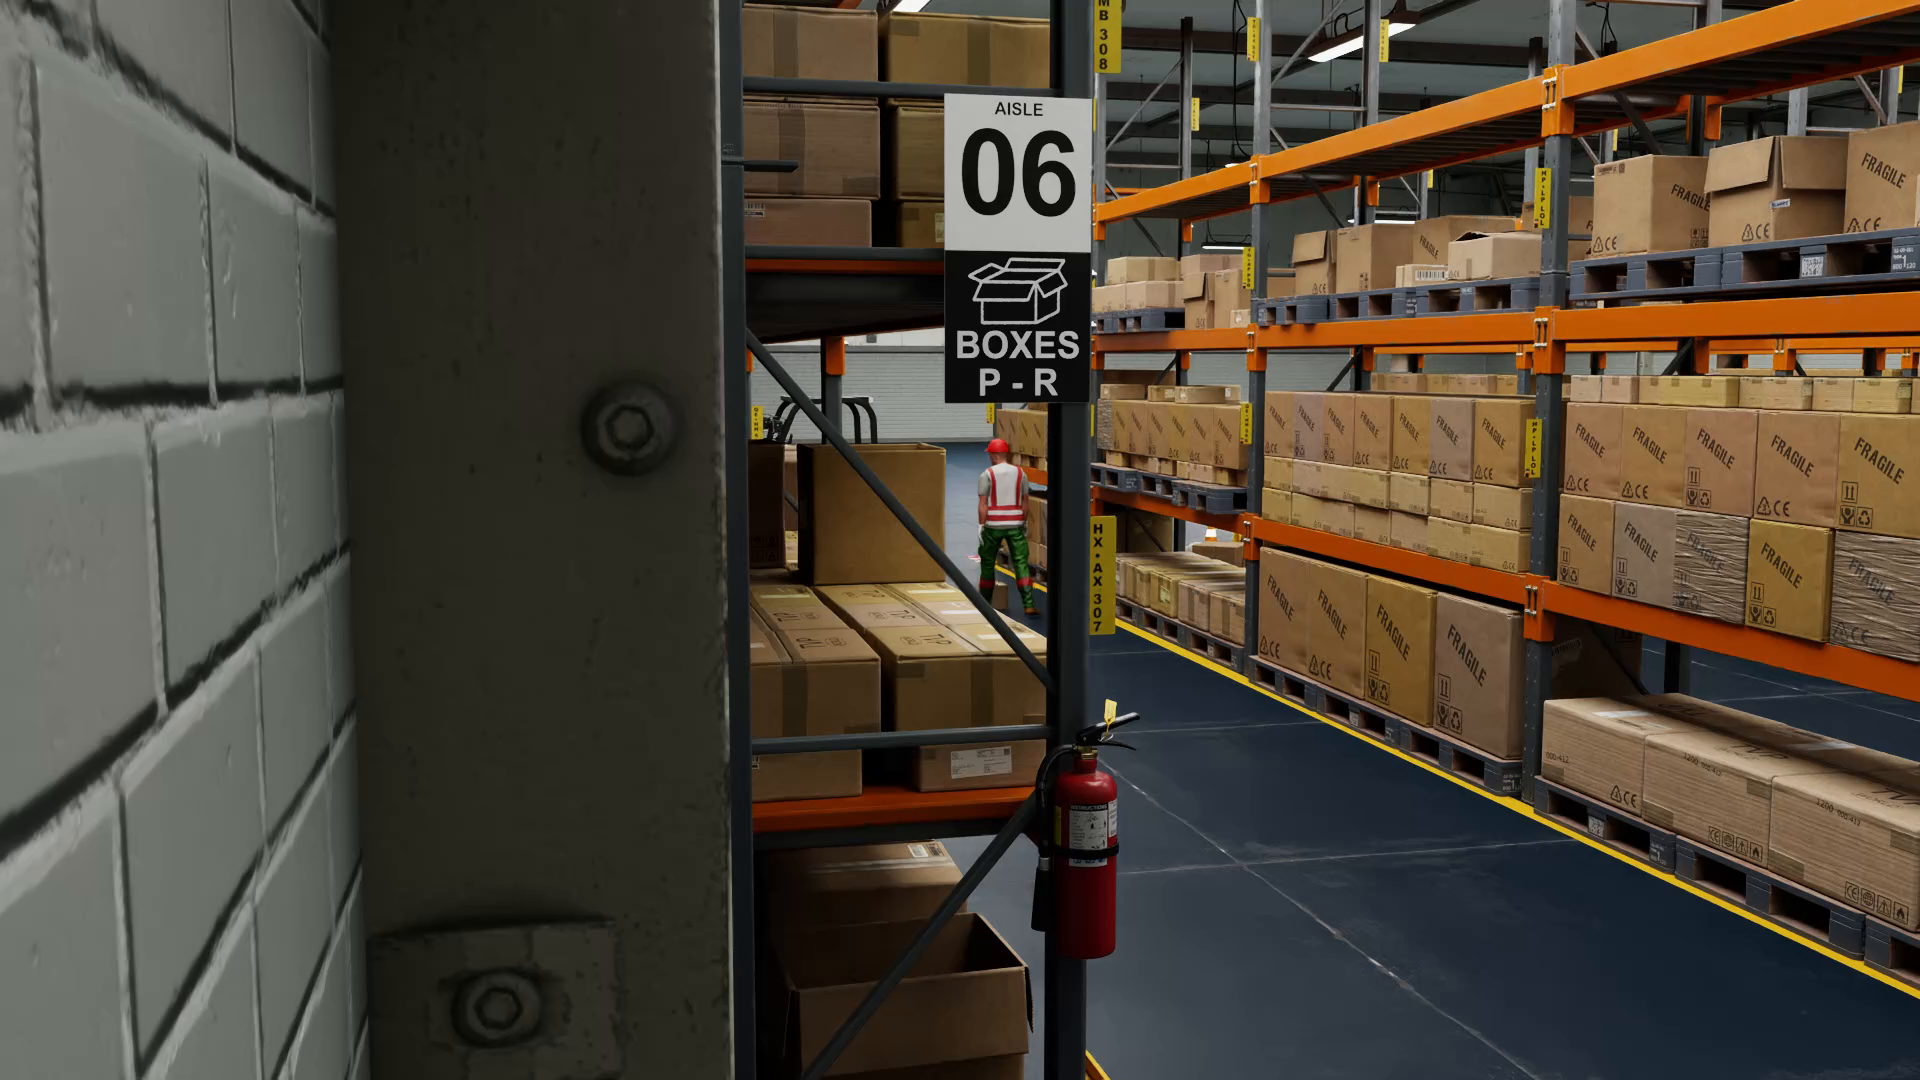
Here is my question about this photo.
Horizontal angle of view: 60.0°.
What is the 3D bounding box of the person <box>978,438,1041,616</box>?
[{"bbox_3d":[0.460,-0.133,16.696,0.620,1.776,0.757,-2,6,-15],"label":"person"}]
